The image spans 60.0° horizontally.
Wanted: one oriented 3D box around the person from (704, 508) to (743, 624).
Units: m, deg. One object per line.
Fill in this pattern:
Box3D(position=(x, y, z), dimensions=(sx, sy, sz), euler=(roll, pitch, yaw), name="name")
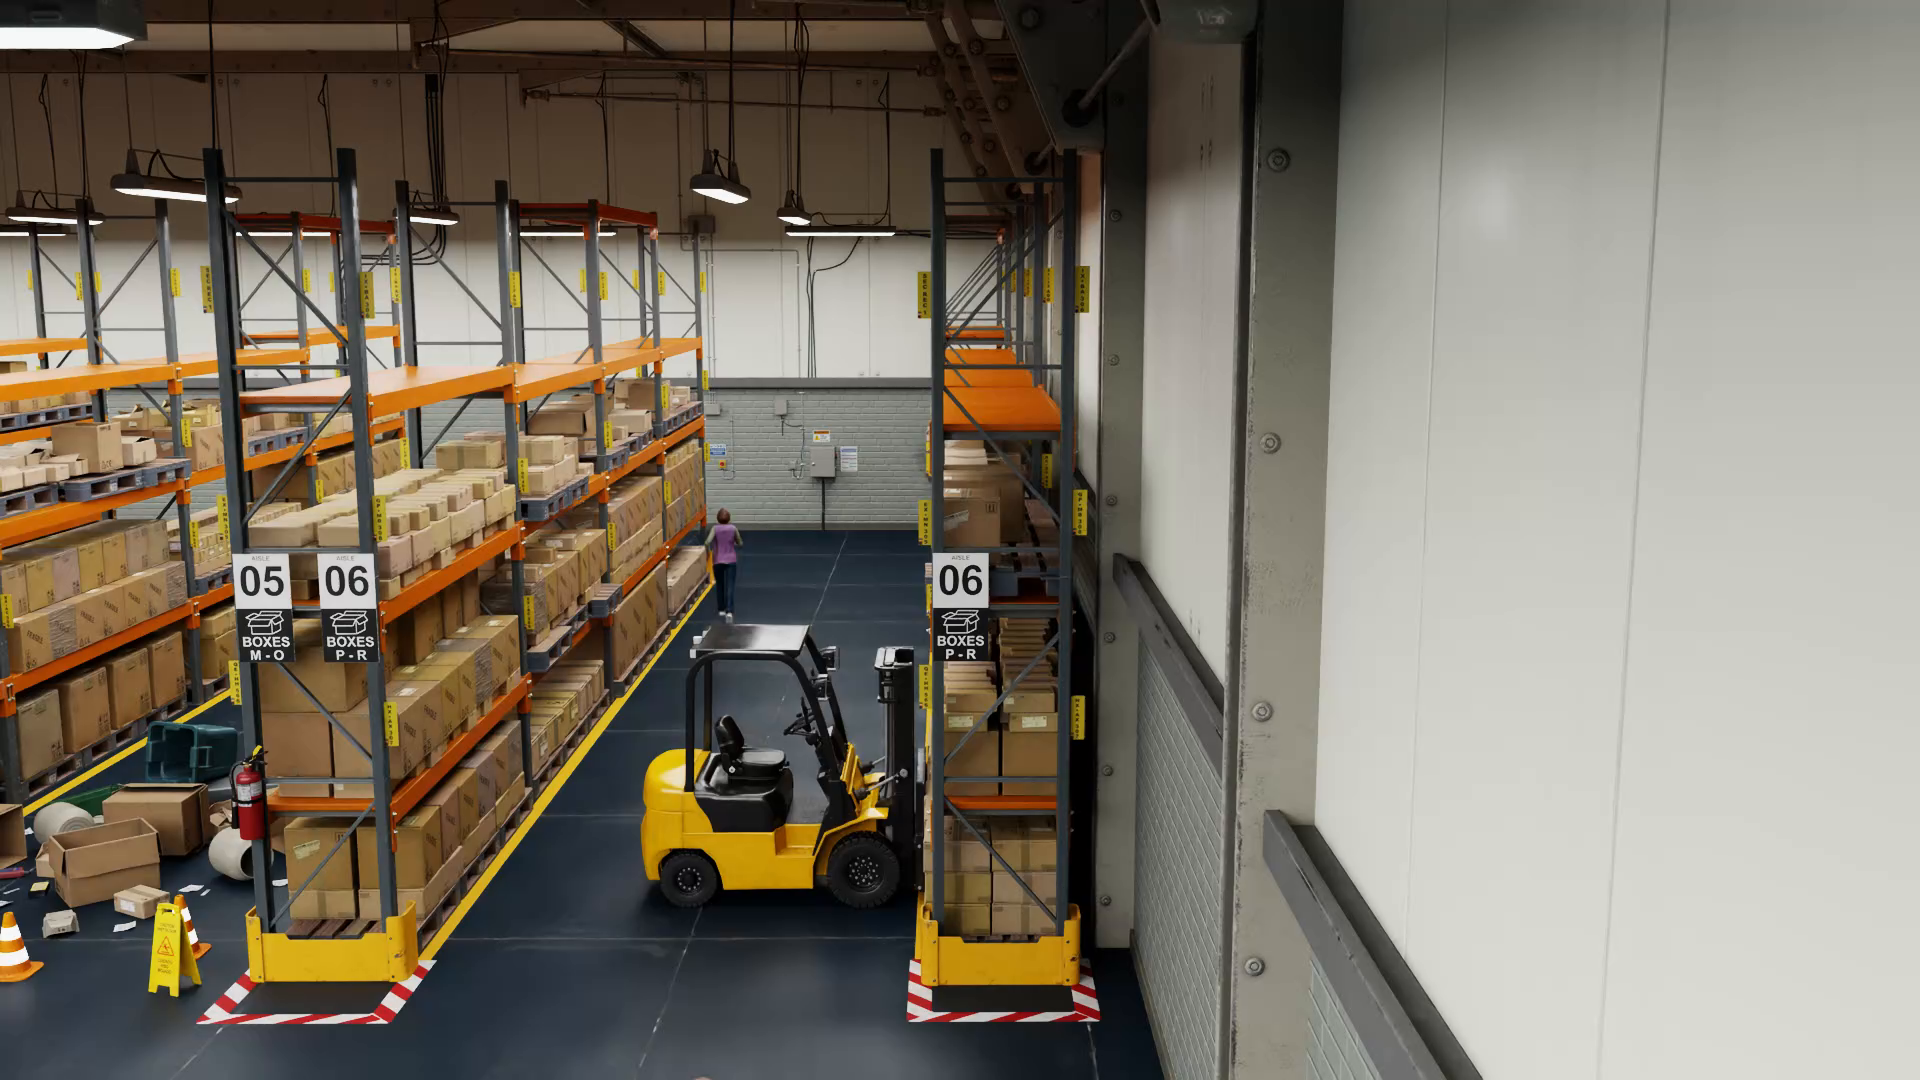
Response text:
Box3D(position=(-3.298, 0.350, 23.295), dimensions=(0.535, 1.616, 0.824), euler=(-1, 9, -7), name="person")
